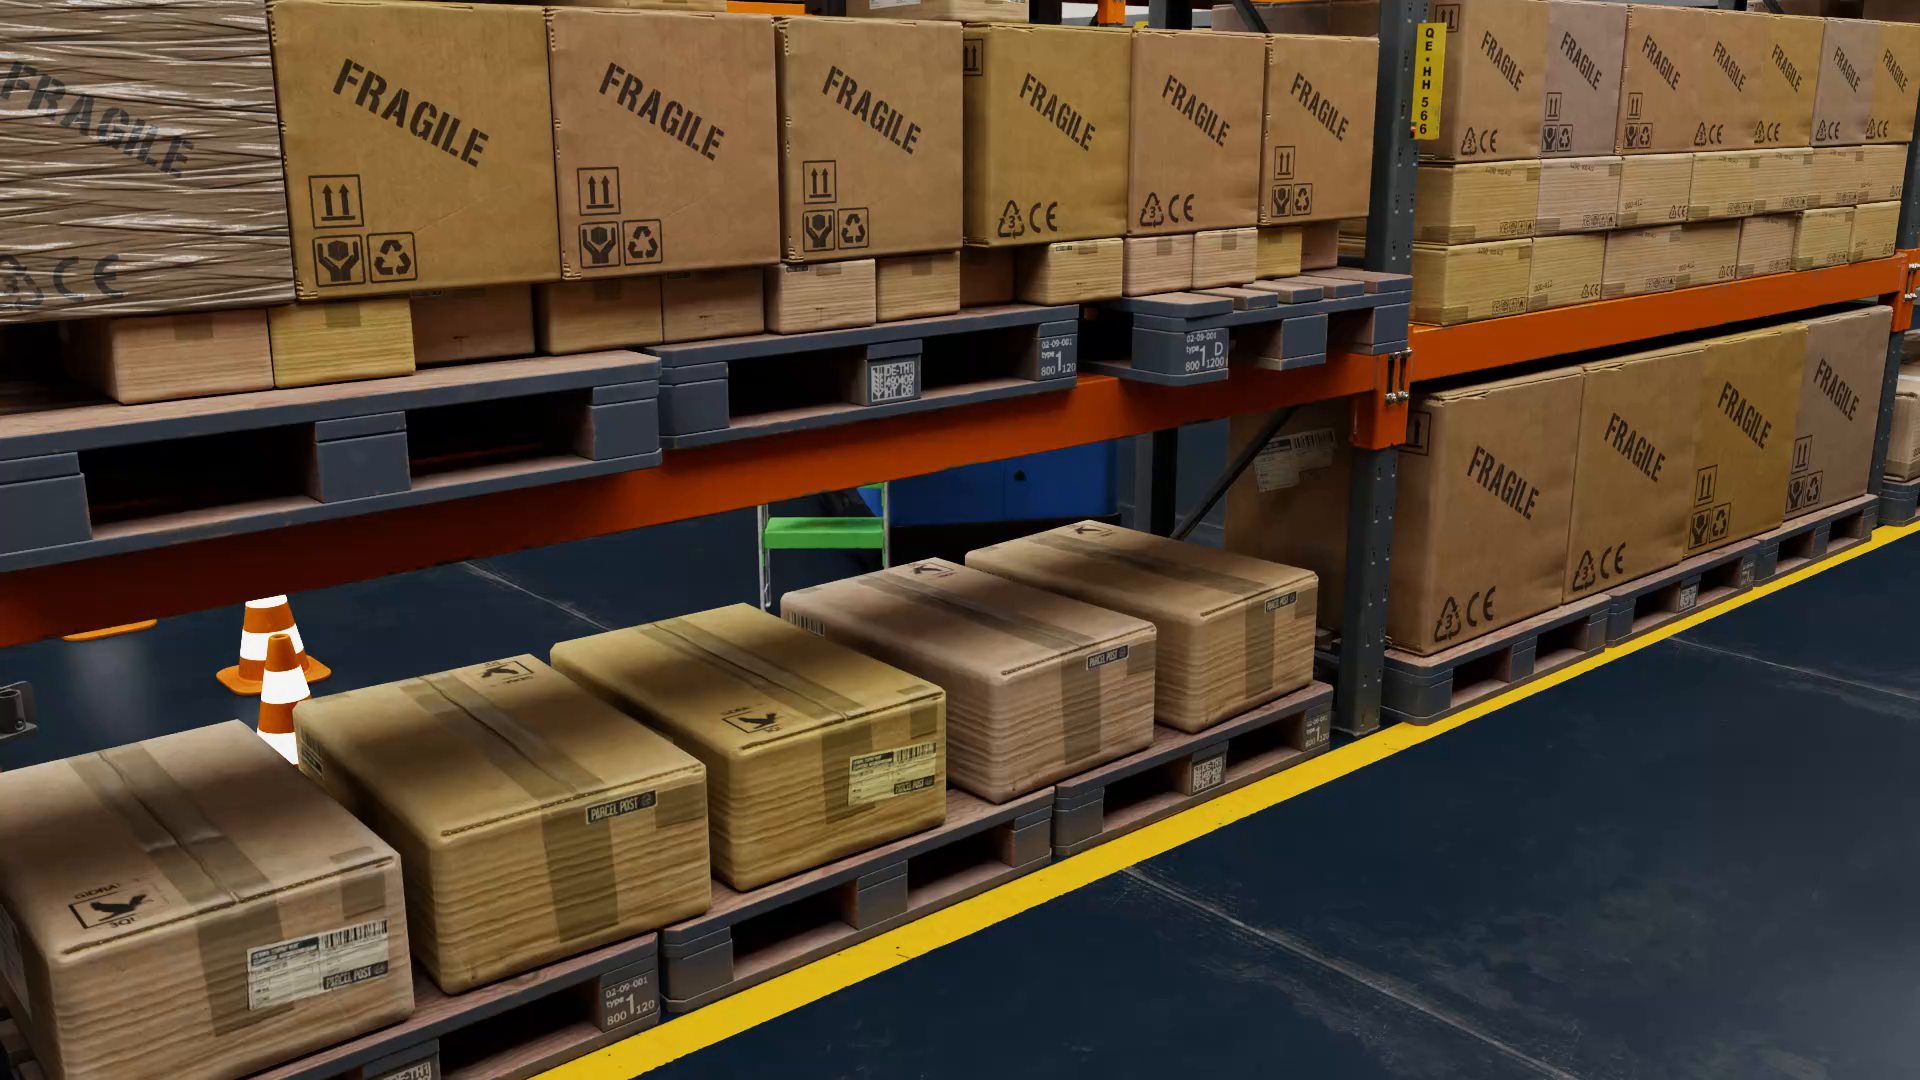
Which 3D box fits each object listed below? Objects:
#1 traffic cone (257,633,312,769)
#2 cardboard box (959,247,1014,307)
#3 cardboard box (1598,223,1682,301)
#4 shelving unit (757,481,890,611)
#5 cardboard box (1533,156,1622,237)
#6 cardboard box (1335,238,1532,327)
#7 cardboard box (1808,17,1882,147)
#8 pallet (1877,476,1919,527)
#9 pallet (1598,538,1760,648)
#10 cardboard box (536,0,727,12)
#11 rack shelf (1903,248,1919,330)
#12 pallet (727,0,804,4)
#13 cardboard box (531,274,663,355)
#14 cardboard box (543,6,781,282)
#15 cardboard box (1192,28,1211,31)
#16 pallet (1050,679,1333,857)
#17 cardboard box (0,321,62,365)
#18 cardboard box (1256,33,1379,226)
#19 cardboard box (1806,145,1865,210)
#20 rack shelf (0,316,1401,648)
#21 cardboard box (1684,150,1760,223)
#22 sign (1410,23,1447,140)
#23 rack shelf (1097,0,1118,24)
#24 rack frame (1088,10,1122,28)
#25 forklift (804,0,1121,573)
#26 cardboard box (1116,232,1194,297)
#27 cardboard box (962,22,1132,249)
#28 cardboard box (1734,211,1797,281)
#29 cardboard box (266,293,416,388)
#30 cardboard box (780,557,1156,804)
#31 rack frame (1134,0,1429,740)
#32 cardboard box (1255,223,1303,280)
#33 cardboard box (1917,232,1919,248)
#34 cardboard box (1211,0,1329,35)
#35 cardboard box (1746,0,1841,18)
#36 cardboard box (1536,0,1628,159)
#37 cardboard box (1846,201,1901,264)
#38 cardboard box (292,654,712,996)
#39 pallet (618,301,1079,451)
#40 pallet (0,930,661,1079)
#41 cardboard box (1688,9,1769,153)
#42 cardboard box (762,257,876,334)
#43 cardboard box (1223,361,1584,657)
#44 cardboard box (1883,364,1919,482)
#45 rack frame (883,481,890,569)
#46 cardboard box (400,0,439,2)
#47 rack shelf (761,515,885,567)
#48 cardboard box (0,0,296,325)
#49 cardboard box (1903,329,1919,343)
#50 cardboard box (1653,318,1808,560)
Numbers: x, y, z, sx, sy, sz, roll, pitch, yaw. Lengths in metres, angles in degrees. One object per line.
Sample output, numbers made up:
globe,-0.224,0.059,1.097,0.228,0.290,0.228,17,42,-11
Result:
traffic cone,-2.008,0.507,4.956,0.334,0.463,0.336,-13,19,-39
cardboard box,-0.081,-0.675,4.136,0.250,0.149,0.380,-12,19,-39
cardboard box,2.303,-1.054,6.172,0.500,0.250,0.500,-12,19,-38
shelving unit,-0.534,-0.292,6.516,0.503,1.200,0.258,0,15,-1
cardboard box,1.928,-1.208,5.782,0.500,0.250,0.500,-12,19,-38
cardboard box,1.528,-0.875,5.505,0.500,0.250,0.500,-13,20,-40
cardboard box,3.453,-1.909,6.954,0.500,0.500,0.500,-12,19,-38
pallet,4.636,-0.358,8.681,1.213,0.211,1.003,-13,19,-39
pallet,2.558,0.109,6.933,1.213,0.211,1.003,-13,19,-39
cardboard box,-0.685,-1.159,3.437,0.250,0.149,0.380,-11,19,-36
rack shelf,5.520,-1.583,9.257,4.000,0.370,1.077,-13,19,-39
pallet,-1.870,-5.064,15.254,1.213,0.211,1.003,-13,19,-39
cardboard box,-0.820,-0.489,3.441,0.250,0.149,0.380,-12,19,-39
cardboard box,-0.723,-0.821,3.427,0.500,0.500,0.500,-13,20,-40
cardboard box,1.567,-3.333,11.707,0.500,0.500,0.500,-13,20,-41
pallet,0.403,0.565,5.224,1.213,0.211,1.003,-13,19,-39
cardboard box,-1.817,-0.459,3.328,0.250,0.149,0.380,-12,19,-39
cardboard box,0.833,-1.178,4.762,0.500,0.500,0.500,-13,20,-41
cardboard box,3.466,-1.552,7.071,0.500,0.250,0.500,-12,19,-38
rack shelf,-0.515,-0.228,4.183,4.000,0.370,1.077,-13,19,-39
cardboard box,2.704,-1.373,6.401,0.500,0.250,0.500,-12,19,-38
sign,1.357,-1.331,4.830,0.005,0.325,0.100,-13,19,-39
rack shelf,-0.823,-3.301,9.877,4.000,0.370,1.077,-13,19,-39
rack frame,0.685,-2.538,11.439,0.127,3.000,1.000,-13,19,-39
forklift,-0.130,-1.573,7.961,1.130,2.935,3.031,-3,15,-12
cardboard box,0.390,-0.742,4.389,0.250,0.149,0.380,-14,20,-42
cardboard box,0.070,-1.002,4.106,0.500,0.500,0.500,-14,21,-43
cardboard box,3.060,-1.226,6.819,0.500,0.250,0.500,-13,20,-41
cardboard box,-1.206,-0.390,3.072,0.250,0.149,0.380,-12,19,-38
cardboard box,0.009,0.373,4.819,0.625,0.372,0.950,-13,20,-40
rack frame,0.993,-0.914,5.359,0.127,3.000,1.000,-13,19,-39
cardboard box,0.746,-0.835,4.735,0.250,0.149,0.380,-12,19,-39
cardboard box,4.537,-1.668,7.990,0.500,0.500,0.500,-12,19,-38
cardboard box,1.212,-1.584,5.735,0.500,0.500,0.500,-13,20,-41
cardboard box,4.034,-2.550,8.097,0.250,0.149,0.380,-13,20,-40
cardboard box,1.894,-1.567,5.673,0.500,0.500,0.500,-13,19,-39
cardboard box,3.838,-1.394,7.447,0.500,0.250,0.500,-13,20,-41
cardboard box,-1.090,0.619,3.900,0.625,0.372,0.950,-11,19,-36
pallet,-0.473,-0.478,4.098,1.213,0.211,1.003,-13,19,-39
pallet,-1.438,0.979,3.677,1.213,0.211,1.003,-13,19,-39
cardboard box,2.677,-1.737,6.307,0.500,0.500,0.500,-12,19,-38
cardboard box,-0.398,-0.565,3.727,0.250,0.149,0.380,-12,19,-37
cardboard box,1.569,-0.191,5.956,0.875,0.875,0.875,-13,20,-40
cardboard box,4.555,-0.642,8.492,0.875,0.438,0.875,-13,20,-40
rack frame,-0.290,-0.292,6.518,0.015,1.200,0.240,0,15,-1
cardboard box,-1.313,-1.186,3.537,0.250,0.149,0.380,-13,20,-41
rack shelf,-0.533,0.002,6.594,0.480,0.148,0.258,0,15,-1
cardboard box,-1.482,-0.655,2.805,0.500,0.500,0.500,-12,19,-38
cardboard box,5.911,-0.946,9.631,0.875,0.438,0.875,-12,19,-38
cardboard box,2.919,-0.493,7.086,0.875,0.875,0.875,-12,19,-38
